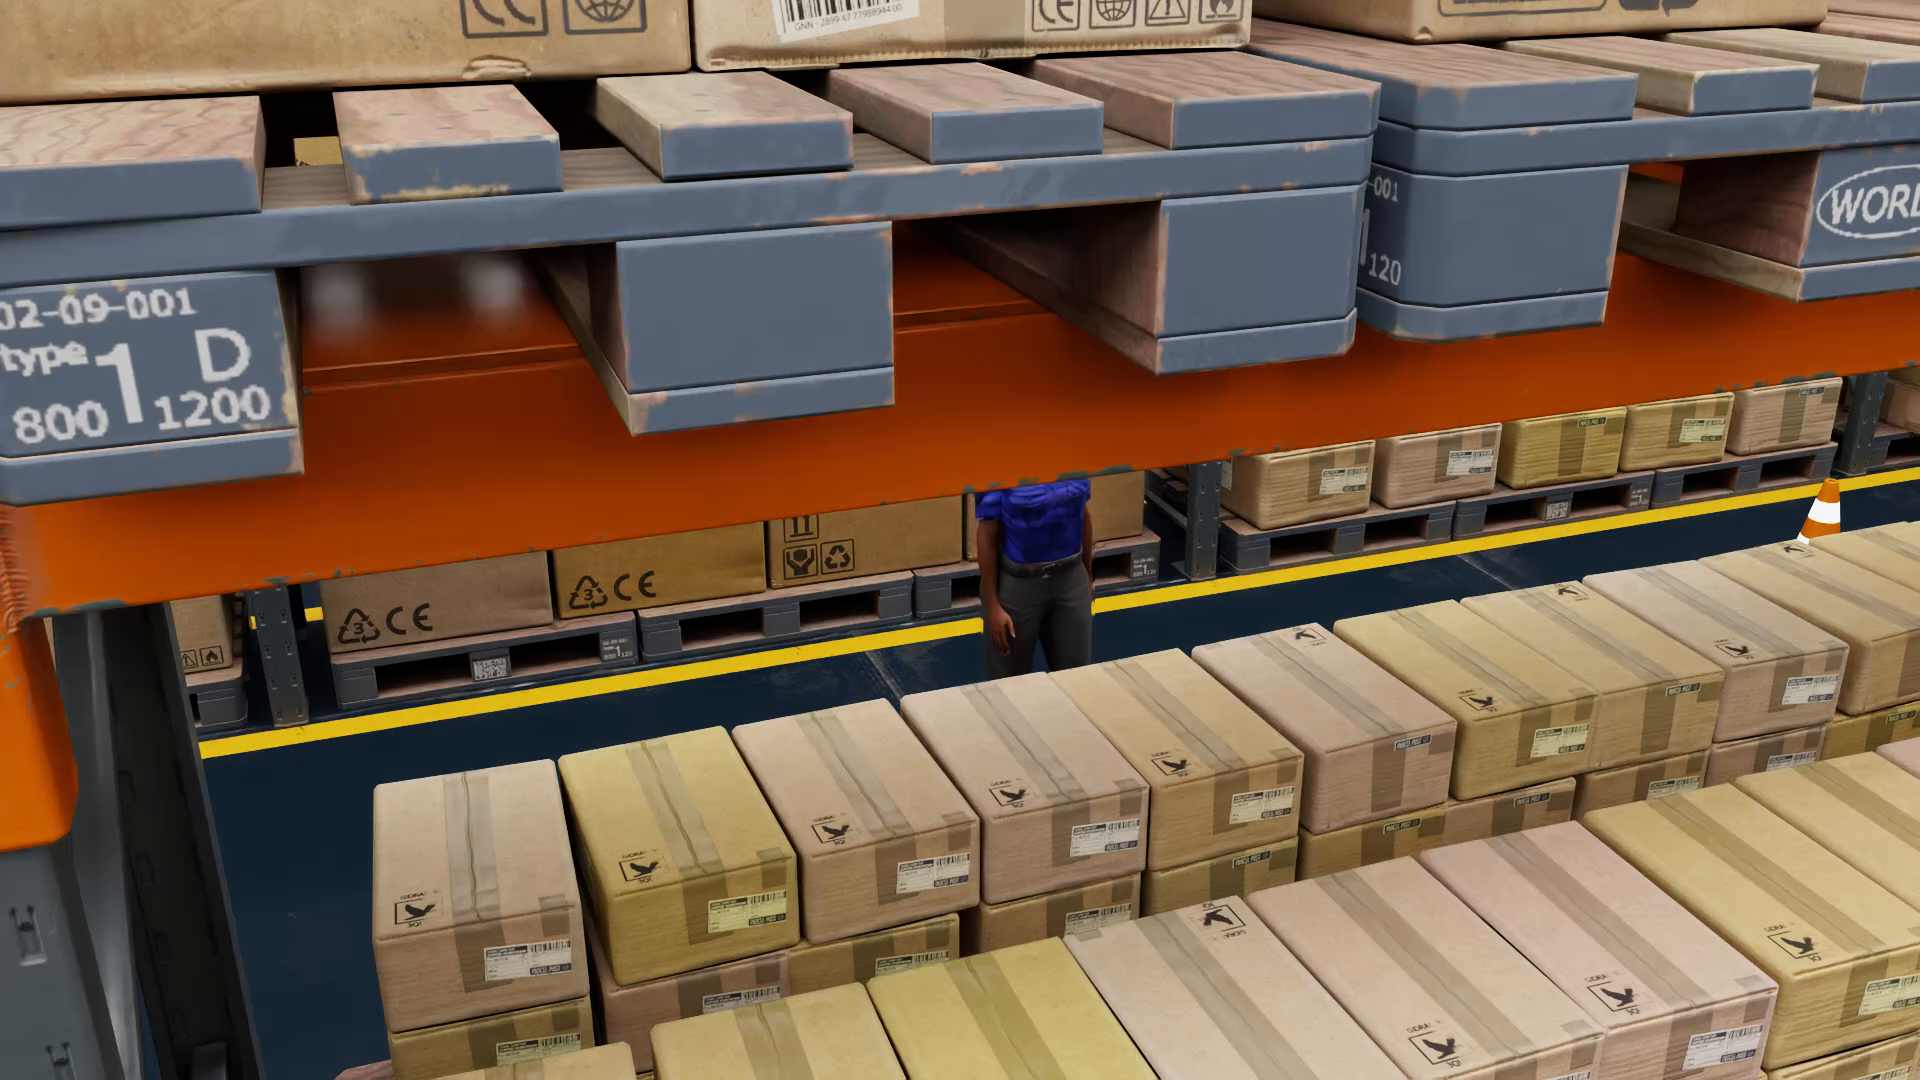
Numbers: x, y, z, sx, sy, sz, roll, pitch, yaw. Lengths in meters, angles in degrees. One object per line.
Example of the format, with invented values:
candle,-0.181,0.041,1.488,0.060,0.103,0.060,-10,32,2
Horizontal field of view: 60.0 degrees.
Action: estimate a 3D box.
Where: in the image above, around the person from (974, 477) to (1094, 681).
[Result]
person,0.270,0.187,5.638,0.464,1.669,0.469,-11,25,-25
